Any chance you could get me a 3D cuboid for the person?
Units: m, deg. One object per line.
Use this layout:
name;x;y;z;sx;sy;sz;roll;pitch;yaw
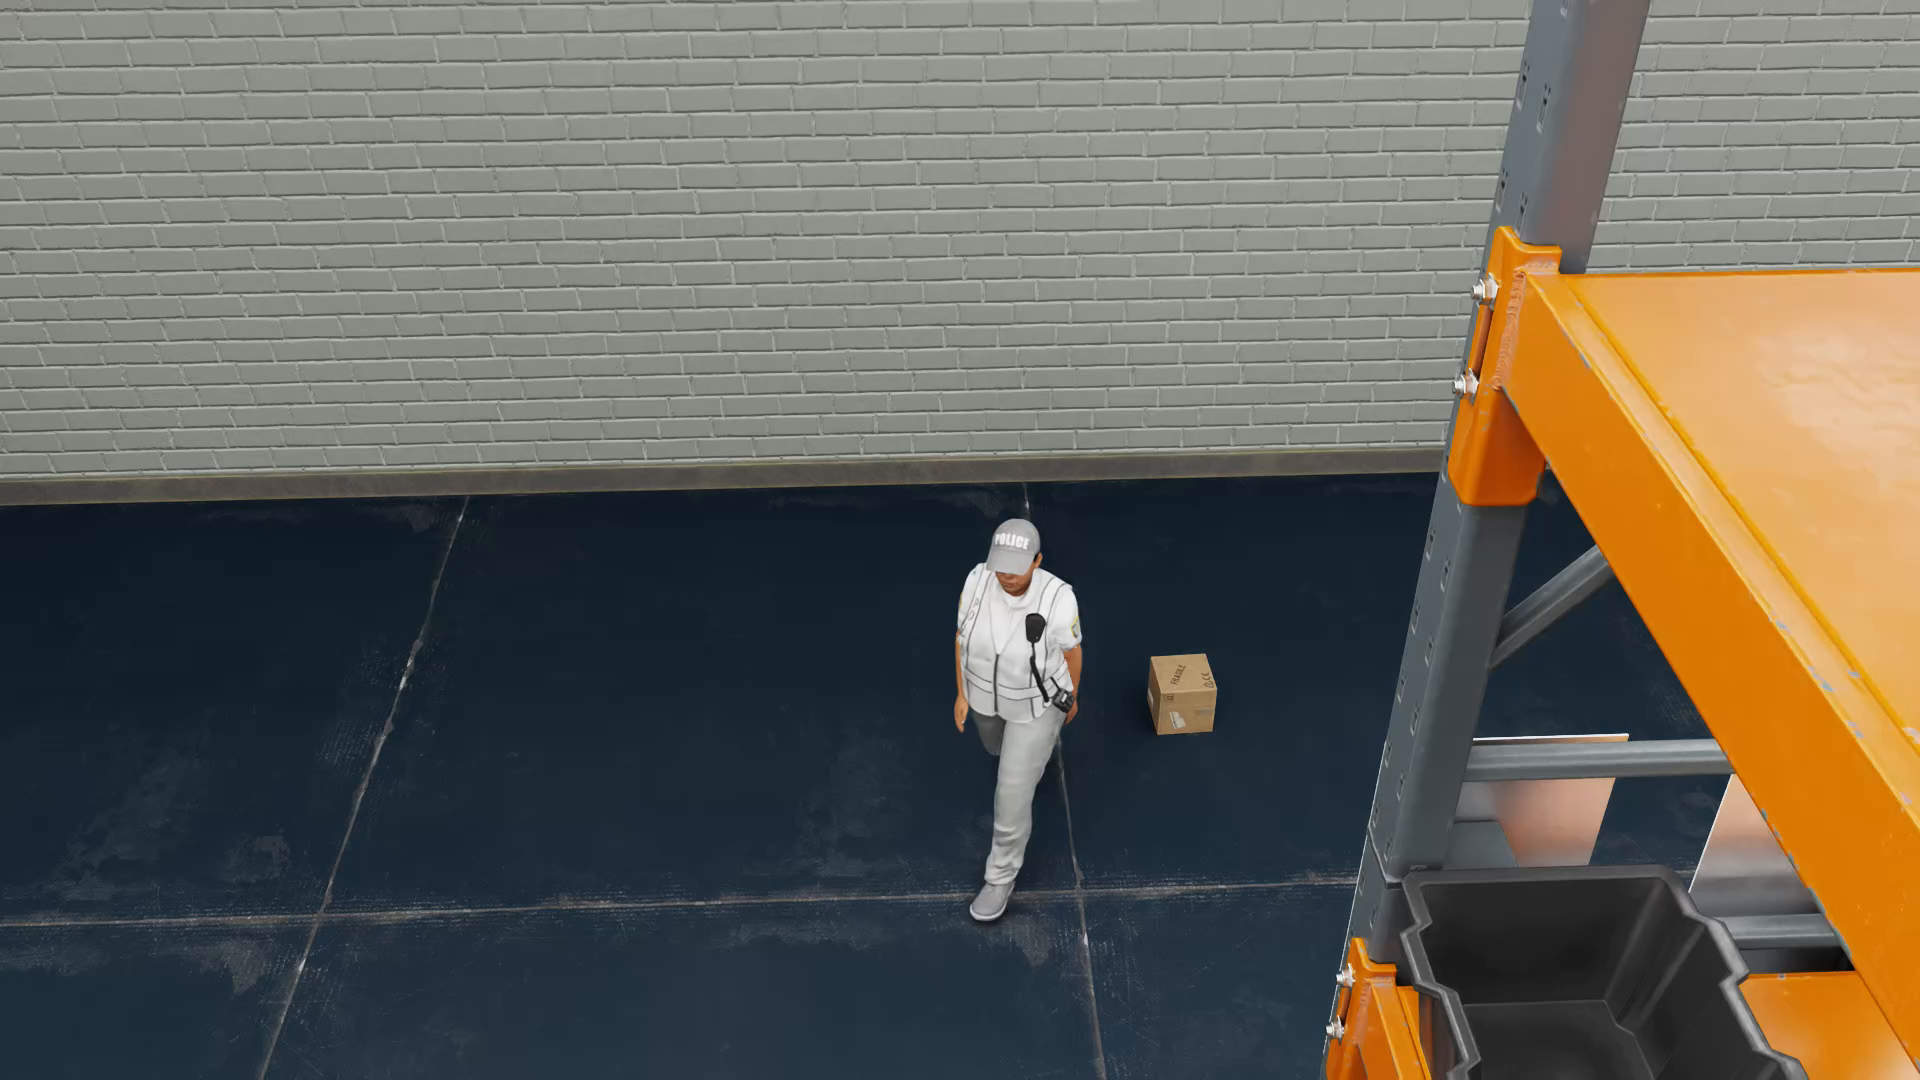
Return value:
person;0.223;0.571;6.396;0.479;1.616;1.012;17;39;22
